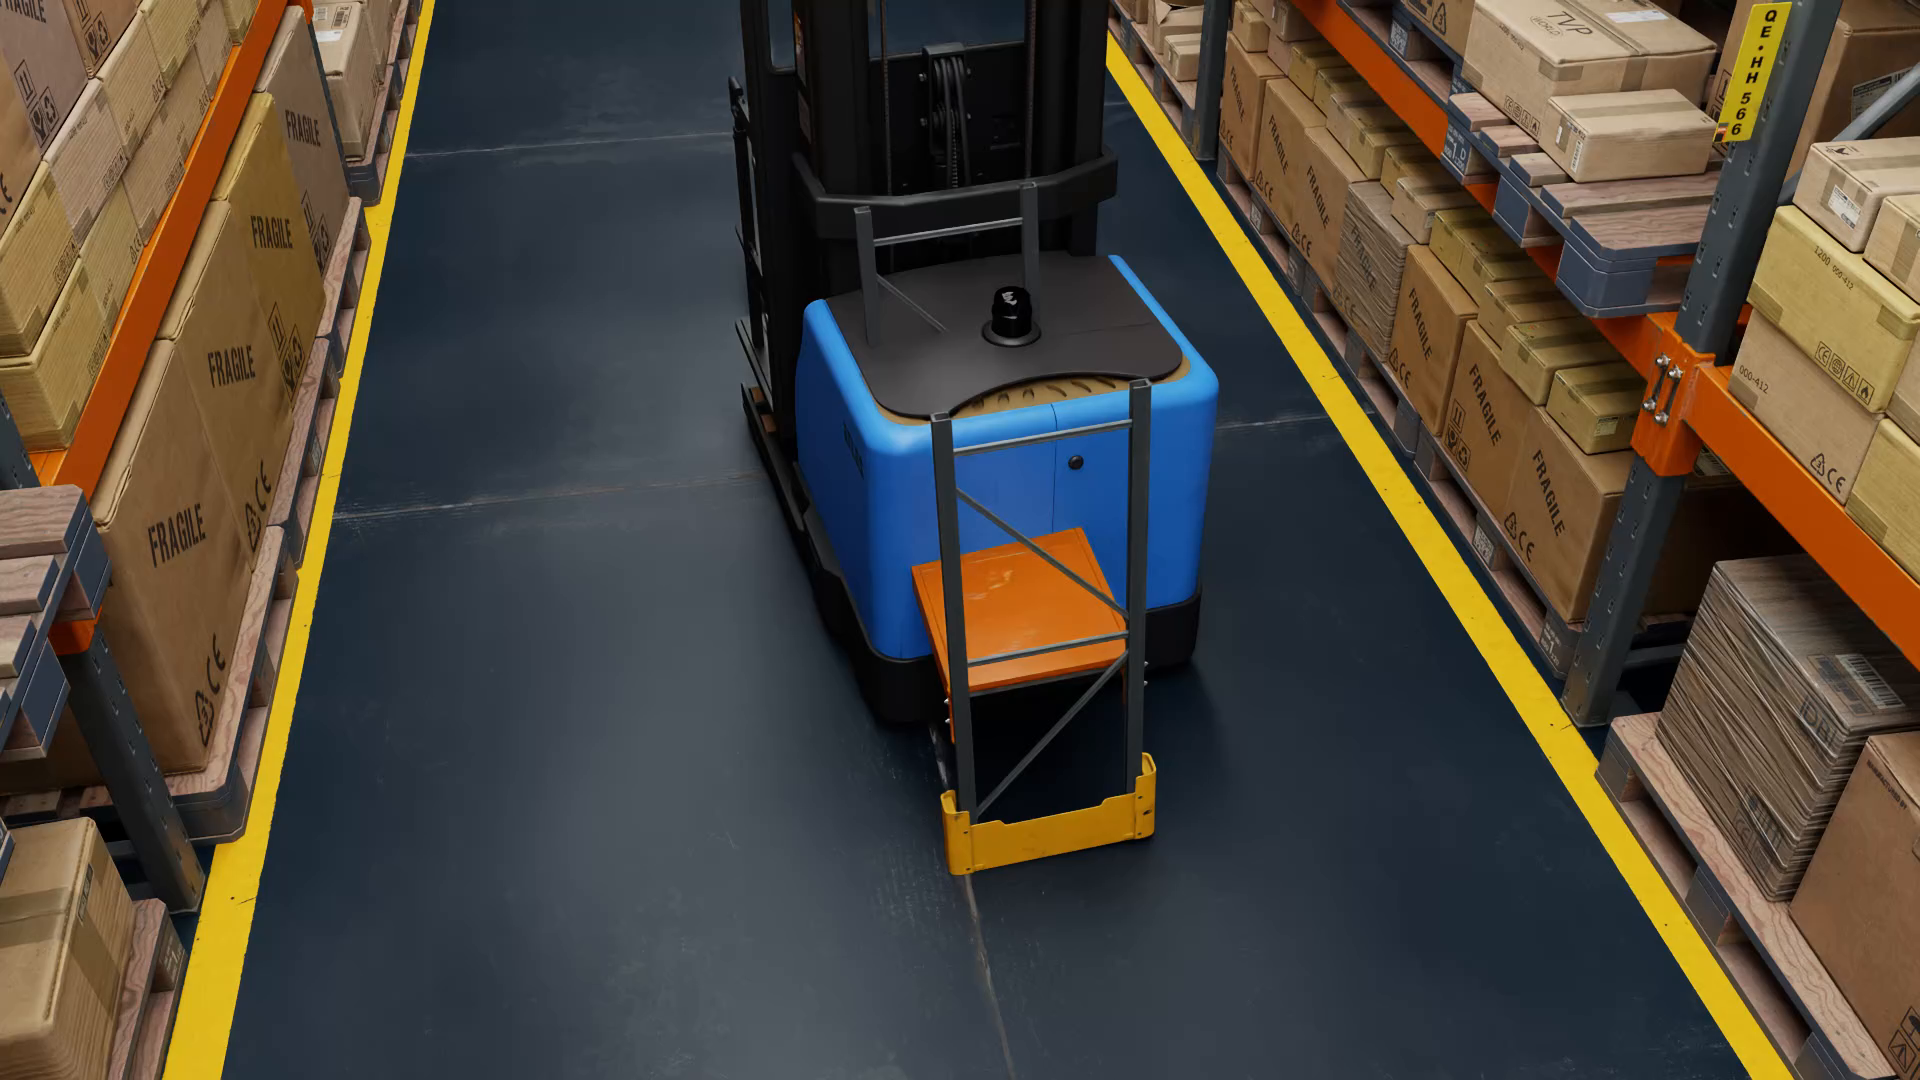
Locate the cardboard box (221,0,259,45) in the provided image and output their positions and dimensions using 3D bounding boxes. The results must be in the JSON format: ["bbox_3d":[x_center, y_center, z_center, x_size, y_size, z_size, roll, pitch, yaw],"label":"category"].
[{"bbox_3d":[-2.831,-1.970,5.964,0.500,0.250,0.500,-7,38,-9],"label":"cardboard box"}]

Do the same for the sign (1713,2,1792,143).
[{"bbox_3d":[1.809,-1.063,3.794,0.100,0.325,0.005,-6,38,-8],"label":"sign"}]

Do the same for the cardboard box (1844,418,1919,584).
[{"bbox_3d":[2.262,-0.043,3.483,0.500,0.250,0.500,-7,38,-9],"label":"cardboard box"}]

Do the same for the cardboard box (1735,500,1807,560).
[{"bbox_3d":[2.544,-0.165,5.212,0.500,0.500,0.500,-5,38,-6],"label":"cardboard box"}]

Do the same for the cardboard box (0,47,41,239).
[{"bbox_3d":[-2.390,-0.924,3.598,0.500,0.500,0.500,-7,38,-9],"label":"cardboard box"}]

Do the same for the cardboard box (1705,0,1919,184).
[{"bbox_3d":[2.405,-1.234,4.470,0.500,0.500,0.500,-5,38,-6],"label":"cardboard box"}]

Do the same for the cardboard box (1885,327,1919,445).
[{"bbox_3d":[2.266,-0.243,3.332,0.500,0.250,0.500,-5,38,-7],"label":"cardboard box"}]

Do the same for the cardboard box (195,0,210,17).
[{"bbox_3d":[-2.737,-1.866,5.422,0.500,0.250,0.500,-5,38,-7],"label":"cardboard box"}]

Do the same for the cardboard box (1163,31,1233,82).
[{"bbox_3d":[1.254,-2.462,8.456,0.380,0.149,0.250,-7,38,-9],"label":"cardboard box"}]

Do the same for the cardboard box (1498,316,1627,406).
[{"bbox_3d":[1.927,-0.569,5.204,0.380,0.149,0.250,-8,39,-10],"label":"cardboard box"}]

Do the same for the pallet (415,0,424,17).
[{"bbox_3d":[-3.730,-3.421,9.982,1.003,0.211,1.213,-6,38,-8],"label":"pallet"}]

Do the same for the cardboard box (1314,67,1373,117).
[{"bbox_3d":[1.684,-1.830,6.827,0.380,0.149,0.250,-7,38,-9],"label":"cardboard box"}]

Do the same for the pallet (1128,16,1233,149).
[{"bbox_3d":[1.521,-2.431,8.707,1.003,0.211,1.213,-6,38,-8],"label":"pallet"}]

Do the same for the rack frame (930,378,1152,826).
[{"bbox_3d":[0.219,0.275,4.153,0.500,1.500,0.032,-10,39,-8],"label":"rack frame"}]

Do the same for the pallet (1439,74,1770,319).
[{"bbox_3d":[2.154,-1.027,4.784,1.213,0.211,1.003,-6,38,-8],"label":"pallet"}]

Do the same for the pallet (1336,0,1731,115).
[{"bbox_3d":[1.996,-1.800,5.778,1.003,0.211,1.213,-6,38,-8],"label":"pallet"}]

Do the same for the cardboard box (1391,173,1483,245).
[{"bbox_3d":[1.801,-1.211,6.030,0.380,0.149,0.250,-8,39,-10],"label":"cardboard box"}]

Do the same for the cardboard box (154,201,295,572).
[{"bbox_3d":[-2.736,-0.457,5.283,0.875,0.875,0.875,-6,38,-7],"label":"cardboard box"}]

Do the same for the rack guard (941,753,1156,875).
[{"bbox_3d":[0.246,0.751,4.557,0.587,0.250,0.087,-10,39,-8],"label":"rack guard"}]

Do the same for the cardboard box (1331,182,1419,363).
[{"bbox_3d":[1.775,-1.043,6.343,0.500,0.500,0.500,-8,38,-10],"label":"cardboard box"}]

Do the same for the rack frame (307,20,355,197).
[{"bbox_3d":[-3.246,-2.581,6.627,1.000,3.000,0.127,-6,38,-8],"label":"rack frame"}]

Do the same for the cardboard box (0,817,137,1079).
[{"bbox_3d":[-2.455,1.049,3.754,0.950,0.372,0.625,-9,39,-11],"label":"cardboard box"}]

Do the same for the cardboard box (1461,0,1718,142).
[{"bbox_3d":[1.838,-1.410,4.900,0.500,0.250,0.500,-8,39,-10],"label":"cardboard box"}]

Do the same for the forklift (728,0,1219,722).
[{"bbox_3d":[-0.187,-1.526,5.325,1.130,2.935,3.031,-11,39,-14],"label":"forklift"}]

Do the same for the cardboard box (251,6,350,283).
[{"bbox_3d":[-3.058,-1.542,6.680,0.875,0.875,0.875,-5,38,-7],"label":"cardboard box"}]

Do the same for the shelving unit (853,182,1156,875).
[{"bbox_3d":[0.107,-0.036,4.551,0.587,1.500,1.083,-10,39,-8],"label":"shelving unit"}]

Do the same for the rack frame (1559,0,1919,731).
[{"bbox_3d":[2.342,-0.701,4.208,1.000,3.000,0.127,-6,38,-8],"label":"rack frame"}]

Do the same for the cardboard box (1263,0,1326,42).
[{"bbox_3d":[1.534,-2.273,7.154,0.380,0.149,0.250,-8,39,-10],"label":"cardboard box"}]

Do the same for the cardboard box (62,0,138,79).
[{"bbox_3d":[-2.562,-1.536,4.386,0.500,0.500,0.500,-5,38,-7],"label":"cardboard box"}]

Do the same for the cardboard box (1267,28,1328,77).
[{"bbox_3d":[1.566,-2.148,7.236,0.380,0.149,0.250,-7,38,-9],"label":"cardboard box"}]

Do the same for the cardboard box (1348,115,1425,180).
[{"bbox_3d":[1.732,-1.525,6.434,0.380,0.149,0.250,-5,38,-6],"label":"cardboard box"}]

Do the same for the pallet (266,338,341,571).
[{"bbox_3d":[-2.819,-0.284,5.943,1.003,0.211,1.213,-6,38,-8],"label":"pallet"}]

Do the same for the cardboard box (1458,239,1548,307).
[{"bbox_3d":[1.923,-0.897,5.626,0.380,0.149,0.250,-5,38,-7],"label":"cardboard box"}]

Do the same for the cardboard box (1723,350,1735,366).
[{"bbox_3d":[2.557,-0.485,5.095,0.380,0.149,0.250,-4,38,-6],"label":"cardboard box"}]

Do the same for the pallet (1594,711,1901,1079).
[{"bbox_3d":[2.448,0.901,4.418,1.003,0.211,1.213,-6,38,-8],"label":"pallet"}]

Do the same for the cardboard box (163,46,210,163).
[{"bbox_3d":[-2.666,-1.352,5.168,0.500,0.250,0.500,-6,38,-8],"label":"cardboard box"}]

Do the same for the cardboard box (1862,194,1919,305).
[{"bbox_3d":[2.156,-0.612,3.482,0.380,0.149,0.250,-5,38,-7],"label":"cardboard box"}]

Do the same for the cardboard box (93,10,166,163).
[{"bbox_3d":[-2.555,-1.251,4.630,0.500,0.250,0.500,-6,38,-8],"label":"cardboard box"}]

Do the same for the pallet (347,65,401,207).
[{"bbox_3d":[-3.302,-1.948,8.085,1.003,0.211,1.213,-6,38,-8],"label":"pallet"}]

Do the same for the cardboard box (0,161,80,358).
[{"bbox_3d":[-2.390,-0.636,3.838,0.500,0.250,0.500,-6,38,-8],"label":"cardboard box"}]

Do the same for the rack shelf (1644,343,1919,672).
[{"bbox_3d":[2.692,0.791,2.874,1.077,0.370,4.000,-6,38,-8],"label":"rack shelf"}]

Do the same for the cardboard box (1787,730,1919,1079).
[{"bbox_3d":[2.560,0.843,3.814,0.875,0.625,0.625,-5,38,-6],"label":"cardboard box"}]

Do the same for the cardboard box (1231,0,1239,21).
[{"bbox_3d":[1.681,-2.844,8.947,0.380,0.149,0.250,-7,38,-9],"label":"cardboard box"}]

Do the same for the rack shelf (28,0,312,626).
[{"bbox_3d":[-2.895,-1.089,5.293,1.077,0.370,4.000,-6,38,-8],"label":"rack shelf"}]

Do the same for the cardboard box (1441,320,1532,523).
[{"bbox_3d":[1.978,-0.416,5.535,0.500,0.500,0.500,-7,38,-9],"label":"cardboard box"}]

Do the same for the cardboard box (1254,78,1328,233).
[{"bbox_3d":[1.607,-1.659,7.136,0.500,0.500,0.500,-7,38,-9],"label":"cardboard box"}]

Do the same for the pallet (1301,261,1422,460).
[{"bbox_3d":[2.037,-0.790,6.595,1.003,0.211,1.213,-6,38,-8],"label":"pallet"}]

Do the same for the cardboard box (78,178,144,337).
[{"bbox_3d":[-2.490,-0.737,4.376,0.500,0.250,0.500,-7,38,-9],"label":"cardboard box"}]

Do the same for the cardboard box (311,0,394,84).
[{"bbox_3d":[-3.408,-2.667,8.484,0.875,0.438,0.875,-7,38,-9],"label":"cardboard box"}]
